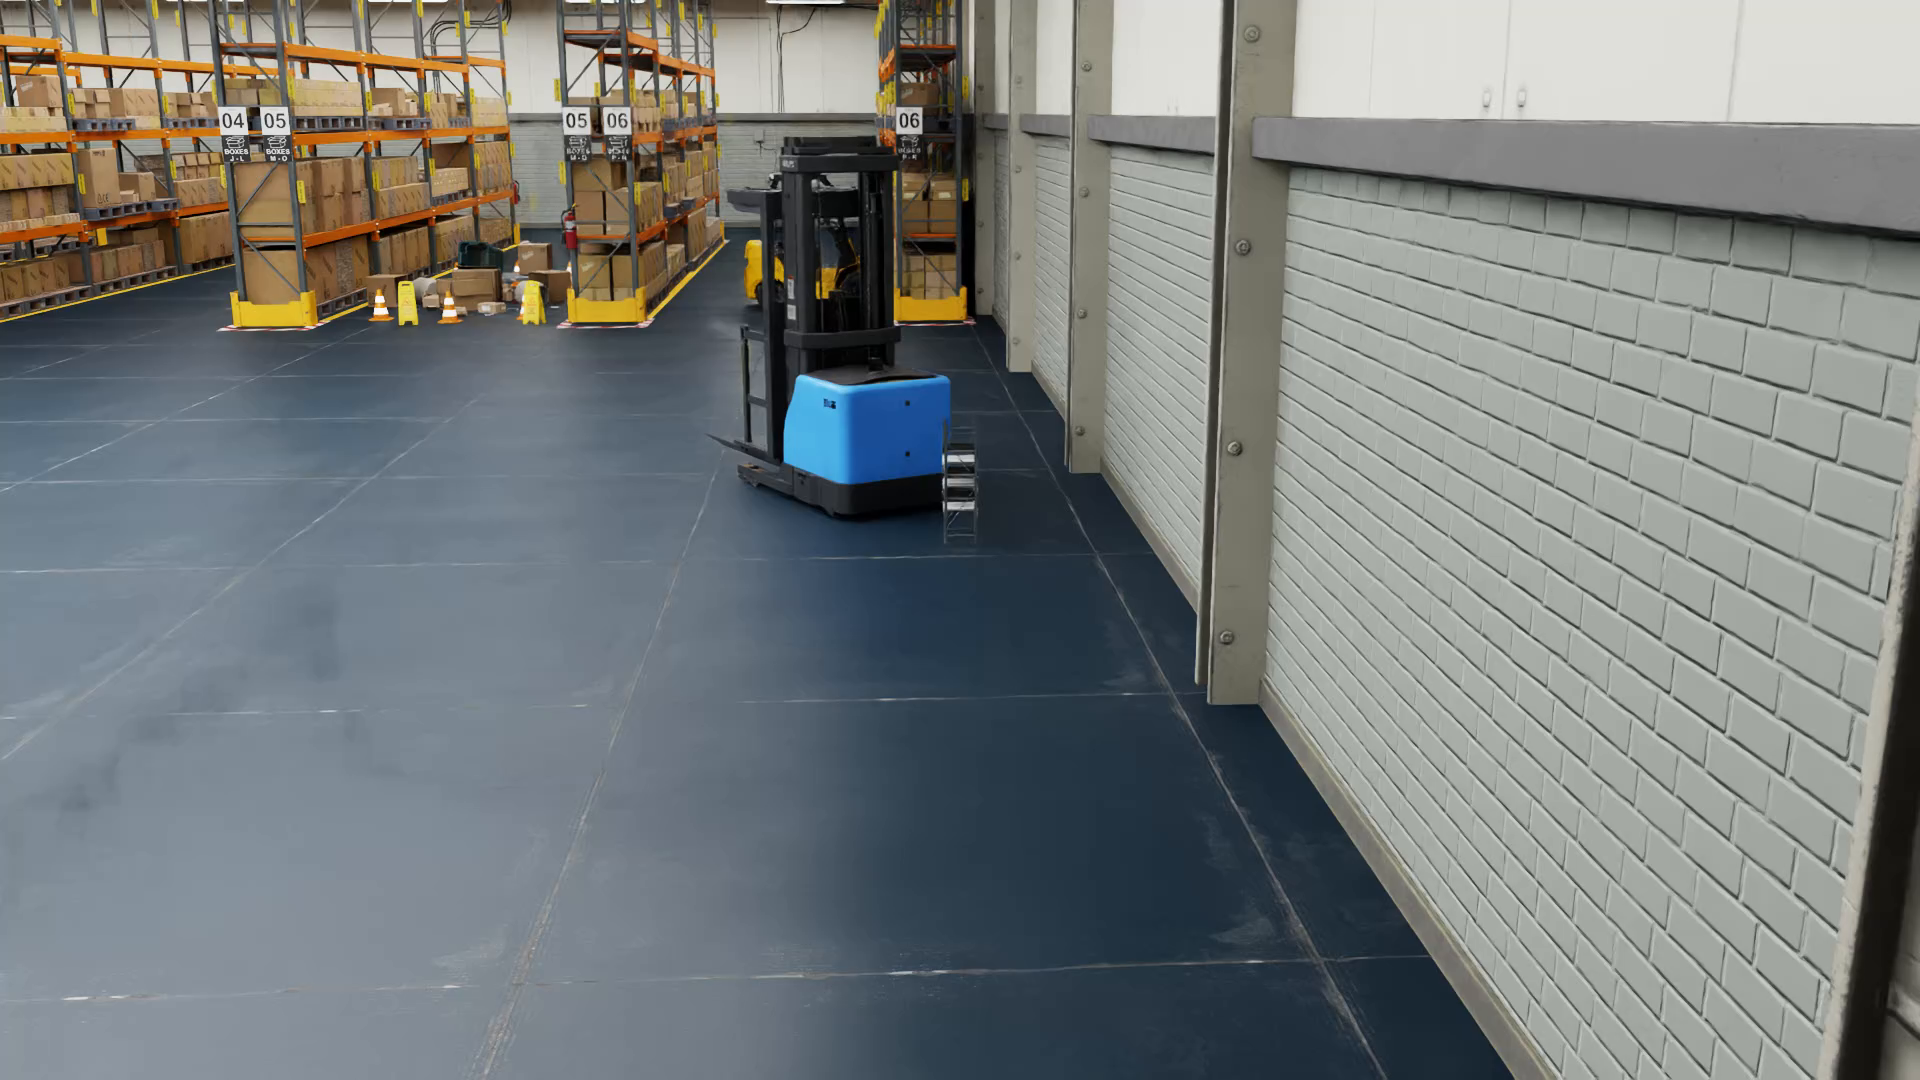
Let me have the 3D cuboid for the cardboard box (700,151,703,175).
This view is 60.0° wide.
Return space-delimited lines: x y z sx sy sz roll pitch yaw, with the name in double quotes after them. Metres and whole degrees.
-5.894 -8.230 36.284 0.500 0.500 0.500 0 14 -2 "cardboard box"

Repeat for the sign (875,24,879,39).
-2.008 -12.264 40.100 0.100 0.325 0.005 -1 14 -3 "sign"

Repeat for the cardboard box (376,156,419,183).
-10.841 -7.129 32.006 0.700 0.500 0.500 -1 14 -4 "cardboard box"

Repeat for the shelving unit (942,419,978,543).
-0.001 -0.438 12.422 0.258 0.900 0.210 -1 14 -3 "shelving unit"

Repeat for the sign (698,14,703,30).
-5.632 -11.212 36.008 0.100 0.325 0.005 -1 14 -3 "sign"

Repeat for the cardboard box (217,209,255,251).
-16.004 -6.667 35.839 1.225 0.875 0.875 -1 14 -3 "cardboard box"

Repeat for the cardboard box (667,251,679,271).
-5.805 -5.227 31.254 0.950 0.372 0.625 0 14 -2 "cardboard box"

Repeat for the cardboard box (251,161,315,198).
-10.474 -5.542 25.578 0.875 0.550 0.550 -1 14 -3 "cardboard box"

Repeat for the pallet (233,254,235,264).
-15.941 -6.110 35.850 1.003 0.211 1.213 -1 14 -3 "pallet"

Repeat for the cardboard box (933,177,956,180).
-0.256 -5.816 27.010 0.380 0.149 0.250 -1 14 -5 "cardboard box"

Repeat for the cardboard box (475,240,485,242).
-10.809 -6.621 37.118 0.380 0.149 0.250 -2 15 -6 "cardboard box"

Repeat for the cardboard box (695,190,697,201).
-5.814 -7.243 34.958 0.500 0.250 0.500 -1 14 -3 "cardboard box"

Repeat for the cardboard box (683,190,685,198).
-5.521 -6.686 32.152 0.380 0.149 0.250 -1 14 -4 "cardboard box"

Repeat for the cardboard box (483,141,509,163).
-11.078 -9.264 39.708 0.500 0.500 0.500 -1 14 -5 "cardboard box"

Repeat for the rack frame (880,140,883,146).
-1.467 -8.877 41.006 1.000 3.000 0.127 -1 14 -3 "rack frame"

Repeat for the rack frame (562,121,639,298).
-5.429 -4.820 25.239 1.000 3.000 0.127 -1 14 -3 "rack frame"

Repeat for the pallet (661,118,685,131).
-5.676 -7.589 30.360 1.213 0.211 1.003 -1 14 -3 "pallet"

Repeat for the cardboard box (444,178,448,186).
-10.770 -7.377 34.243 0.380 0.149 0.250 -1 14 -4 "cardboard box"

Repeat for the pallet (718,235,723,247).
-6.293 -7.251 40.284 1.003 0.211 1.213 -1 14 -3 "pallet"

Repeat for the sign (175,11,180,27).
-16.619 -11.083 35.350 0.100 0.325 0.005 -1 14 -3 "sign"

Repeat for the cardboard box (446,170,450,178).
-10.789 -7.585 34.452 0.380 0.149 0.250 -1 14 -4 "cardboard box"

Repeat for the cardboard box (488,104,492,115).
-10.991 -9.829 37.985 0.500 0.250 0.500 -2 15 -6 "cardboard box"

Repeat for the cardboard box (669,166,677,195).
-5.468 -6.579 30.437 0.500 0.500 0.500 -1 14 -4 "cardboard box"

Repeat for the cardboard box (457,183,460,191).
-10.839 -7.500 35.316 0.380 0.149 0.250 -2 15 -6 "cardboard box"

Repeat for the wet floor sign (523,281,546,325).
-6.485 -3.616 25.285 0.267 0.644 0.232 4 15 16 "wet floor sign"

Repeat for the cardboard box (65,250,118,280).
-15.595 -4.936 29.824 0.700 0.500 0.500 -1 14 -4 "cardboard box"

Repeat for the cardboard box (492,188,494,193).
-11.028 -8.112 38.537 0.380 0.149 0.250 -1 14 -2 "cardboard box"

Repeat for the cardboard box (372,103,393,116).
-10.516 -7.821 30.110 0.396 0.266 0.258 -1 14 -3 "cardboard box"

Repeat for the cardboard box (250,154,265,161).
-15.898 -8.461 37.589 0.500 0.500 0.500 -1 14 -5 "cardboard box"

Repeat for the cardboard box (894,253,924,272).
-0.815 -4.363 26.133 0.500 0.250 0.500 0 14 -2 "cardboard box"

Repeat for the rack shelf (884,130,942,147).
-0.847 -7.494 31.056 1.077 0.370 4.000 -1 14 -3 "rack shelf"

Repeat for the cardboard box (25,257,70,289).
-15.583 -4.554 28.381 0.500 0.500 0.500 -1 14 -5 "cardboard box"

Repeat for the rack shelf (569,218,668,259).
-5.553 -4.969 27.262 1.077 0.370 4.000 -1 14 -3 "rack shelf"

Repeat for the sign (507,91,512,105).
-10.800 -10.582 39.840 0.100 0.325 0.005 -1 14 -3 "sign"

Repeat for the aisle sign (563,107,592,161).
-5.715 -6.059 24.838 0.394 0.787 0.004 -1 14 -3 "aisle sign"

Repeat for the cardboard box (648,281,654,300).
-5.227 -4.023 26.819 0.500 0.250 0.500 0 14 -1 "cardboard box"

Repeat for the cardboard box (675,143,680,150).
-6.417 -8.790 37.160 0.380 0.149 0.250 -1 14 -2 "cardboard box"

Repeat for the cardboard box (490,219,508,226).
-10.968 -7.555 39.553 0.380 0.149 0.250 -1 14 -5 "cardboard box"

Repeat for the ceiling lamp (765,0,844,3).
-3.956 -15.239 41.982 2.000 3.185 0.800 -1 14 -3 "ceiling lamp"

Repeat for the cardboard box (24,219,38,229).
-15.183 -5.118 26.901 0.380 0.149 0.250 -1 14 -3 "cardboard box"

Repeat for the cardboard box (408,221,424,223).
-11.205 -6.355 33.876 0.500 0.250 0.500 -1 14 -3 "cardboard box"

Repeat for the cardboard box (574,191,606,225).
-5.738 -5.143 25.698 0.500 0.500 0.500 -1 14 -4 "cardboard box"

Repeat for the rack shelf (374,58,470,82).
-10.983 -9.568 33.902 1.077 0.370 4.000 -1 14 -3 "rack shelf"

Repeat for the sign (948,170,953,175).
-0.169 -6.359 29.324 0.100 0.325 0.005 -1 14 -3 "sign"

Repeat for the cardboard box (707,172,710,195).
-5.968 -8.099 37.782 0.500 0.500 0.500 -1 14 -3 "cardboard box"

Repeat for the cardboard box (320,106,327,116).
-10.143 -6.705 26.008 0.380 0.149 0.250 -1 14 -4 "cardboard box"

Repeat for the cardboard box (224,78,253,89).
-10.723 -6.766 24.643 0.380 0.149 0.250 -1 14 -3 "cardboard box"

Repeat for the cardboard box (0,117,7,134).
-15.157 -6.422 25.748 0.500 0.250 0.500 -1 14 -4 "cardboard box"

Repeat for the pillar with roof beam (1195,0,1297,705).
-2.800 -3.447 7.863 9.100 9.000 0.400 -1 14 -3 "pillar with roof beam"

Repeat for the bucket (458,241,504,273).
-8.302 -4.866 28.936 0.726 0.611 0.620 4 5 16 "bucket"

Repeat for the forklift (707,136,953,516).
-1.270 -1.926 14.130 1.130 2.935 3.031 -9 17 -31 "forklift"

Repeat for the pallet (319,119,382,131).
-10.717 -7.300 29.244 0.805 0.209 1.217 -1 15 -6 "pallet"
